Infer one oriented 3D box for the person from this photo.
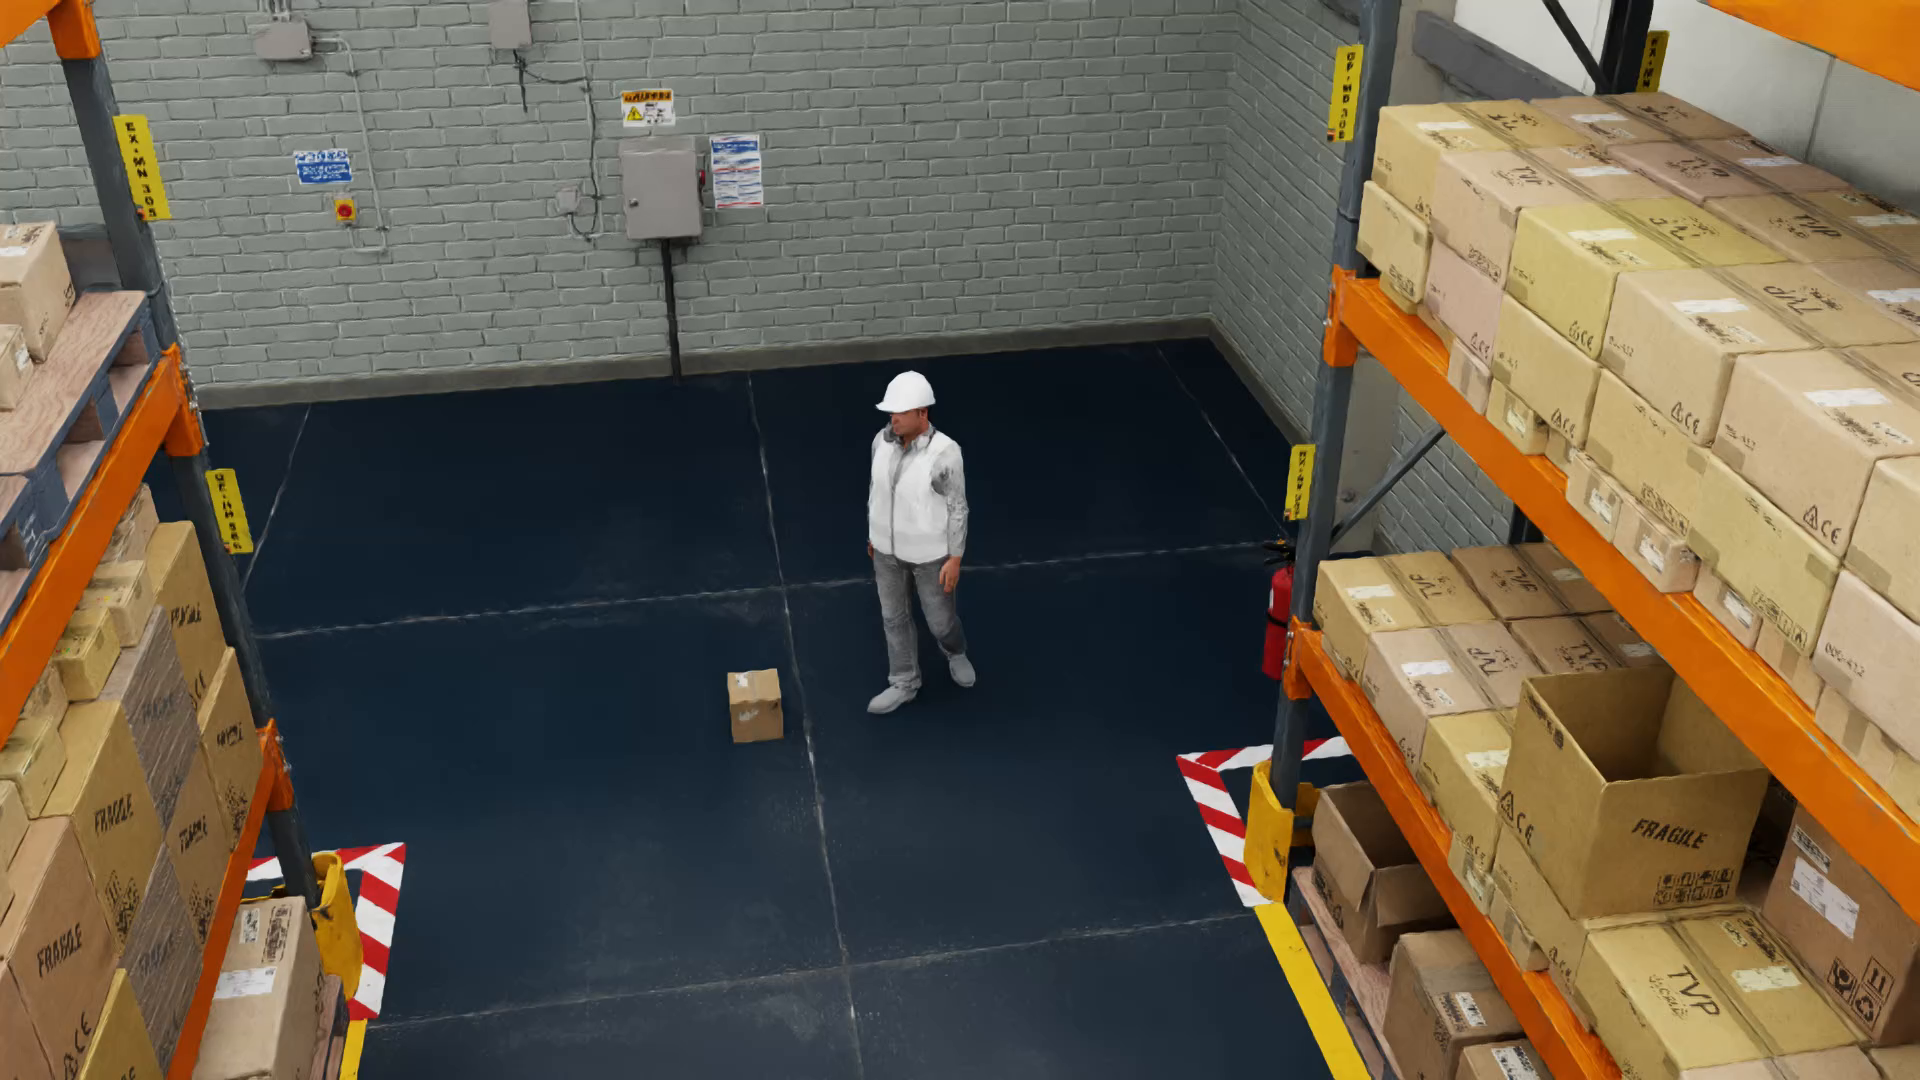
[{"bbox_3d":[-0.210,0.007,8.096,0.580,1.769,0.624,17,34,26],"label":"person"}]
